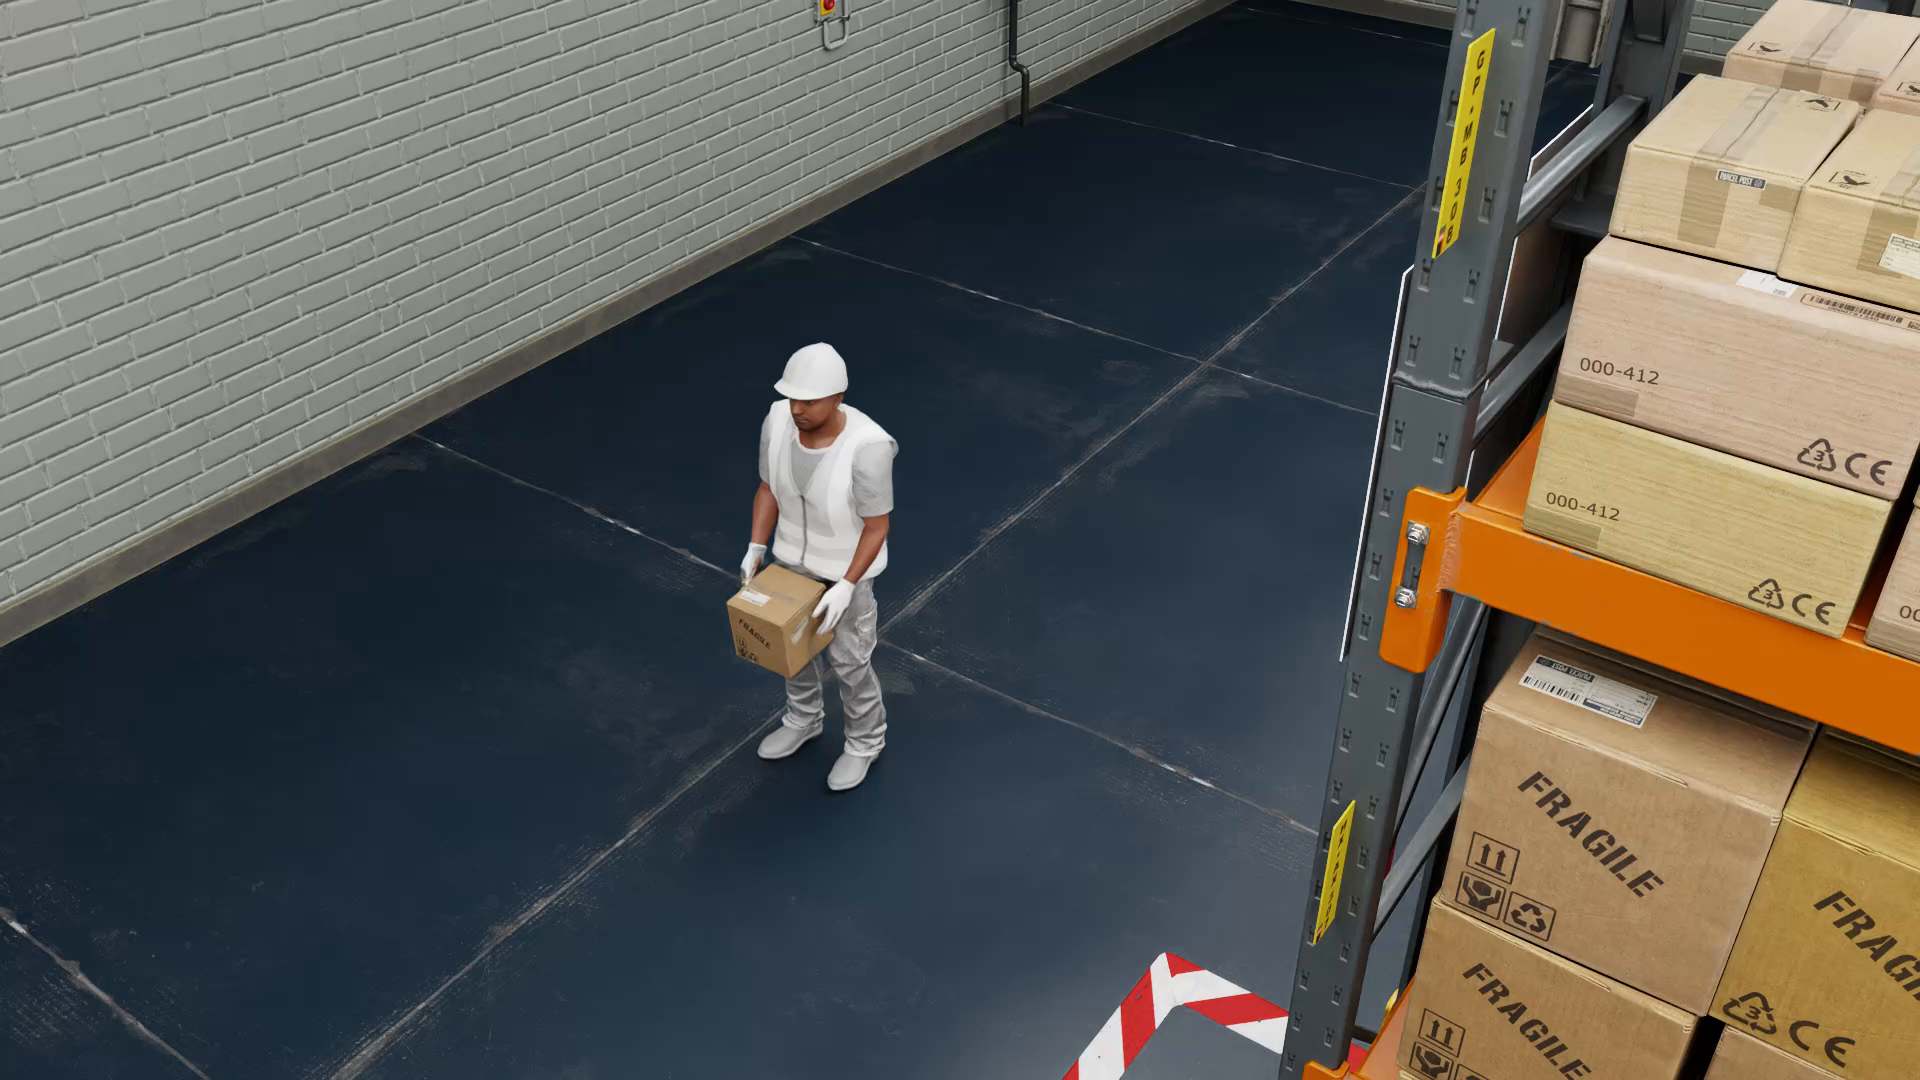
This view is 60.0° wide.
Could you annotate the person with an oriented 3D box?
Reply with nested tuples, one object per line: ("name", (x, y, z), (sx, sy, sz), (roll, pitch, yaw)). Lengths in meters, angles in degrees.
("person", (-0.502, 0.109, 5.963), (0.555, 1.787, 0.467), (21, 39, 27))
